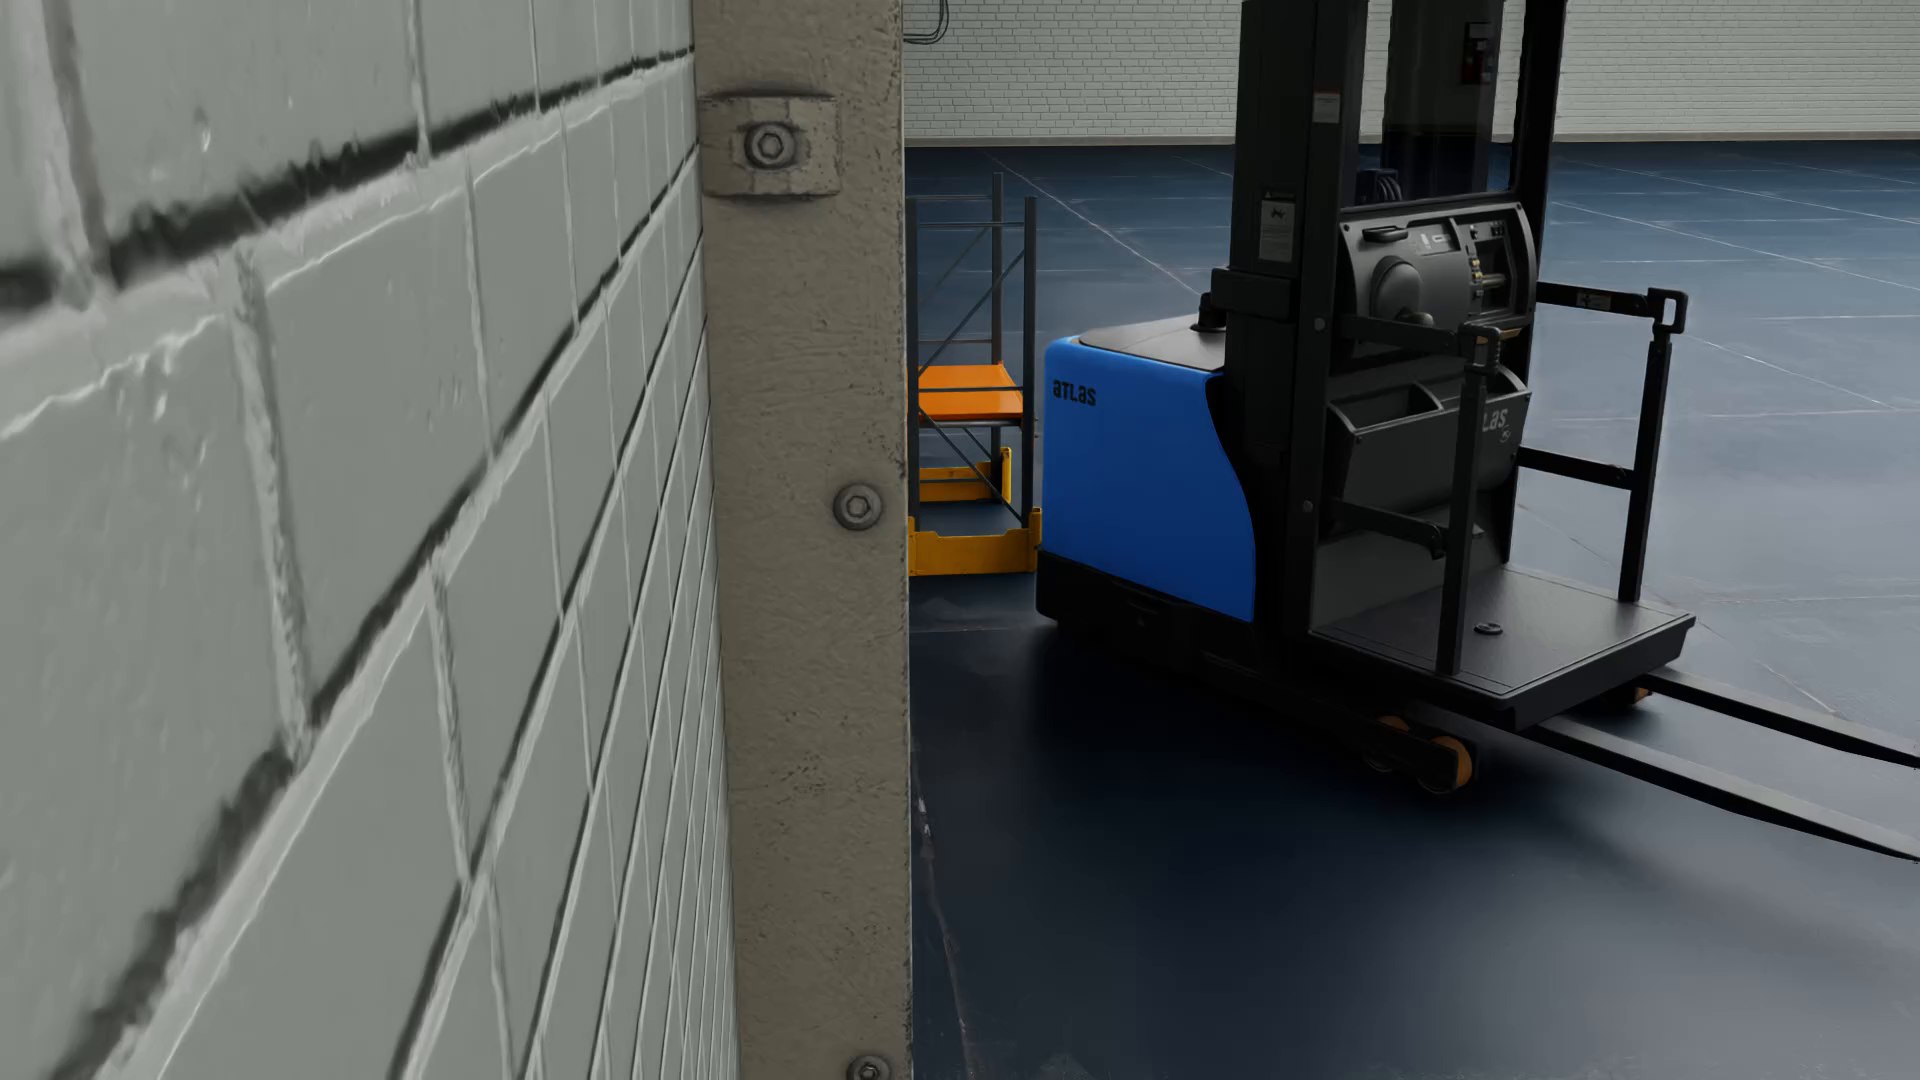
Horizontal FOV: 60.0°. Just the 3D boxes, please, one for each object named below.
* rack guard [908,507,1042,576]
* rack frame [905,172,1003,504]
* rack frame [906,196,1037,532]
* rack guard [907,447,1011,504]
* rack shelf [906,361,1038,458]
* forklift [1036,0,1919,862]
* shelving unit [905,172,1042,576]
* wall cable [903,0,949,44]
[{"bbox_3d":[0.044,0.006,6.739,0.587,0.250,0.087,-2,18,-6],"label":"rack guard"},{"bbox_3d":[-0.061,-0.892,7.516,0.500,1.500,0.032,-2,18,-6],"label":"rack frame"},{"bbox_3d":[0.044,-0.590,6.551,0.500,1.500,0.032,-2,18,-6],"label":"rack frame"},{"bbox_3d":[-0.059,-0.290,7.685,0.587,0.250,0.087,-2,18,-6],"label":"rack guard"},{"bbox_3d":[-0.009,-0.569,7.087,0.538,0.185,1.000,-2,18,-6],"label":"rack shelf"},{"bbox_3d":[1.607,-0.830,4.927,1.130,2.935,3.031,-14,22,-38],"label":"forklift"},{"bbox_3d":[-0.008,-0.738,7.025,0.587,1.500,1.083,-2,18,-6],"label":"shelving unit"},{"bbox_3d":[-1.720,-9.638,28.036,3.097,2.526,0.112,-2,18,-6],"label":"wall cable"}]
